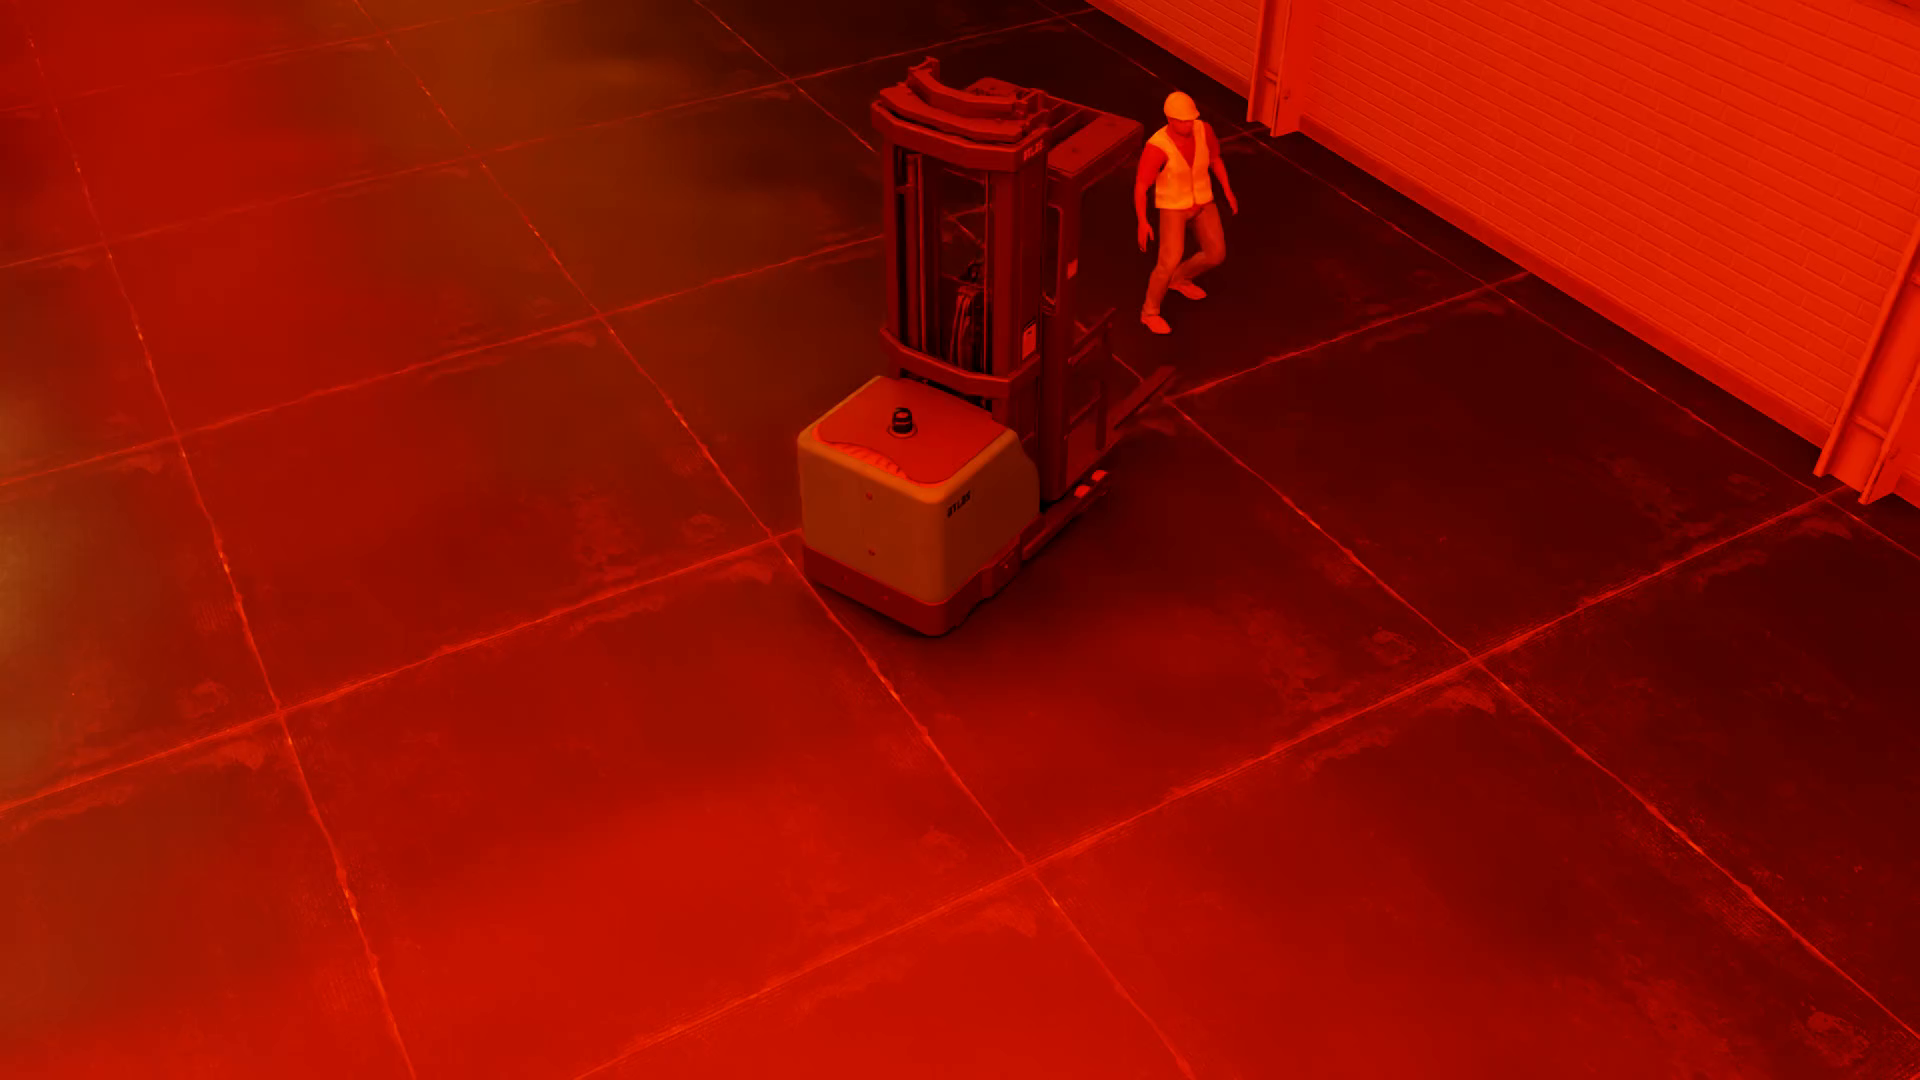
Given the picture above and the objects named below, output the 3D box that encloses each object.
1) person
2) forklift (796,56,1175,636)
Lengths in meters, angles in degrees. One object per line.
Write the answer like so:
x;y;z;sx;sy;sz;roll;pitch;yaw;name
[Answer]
1.575;-2.354;11.869;0.844;1.670;0.628;-16;42;-19;person
0.325;-1.476;9.816;1.130;2.935;3.031;25;46;27;forklift
